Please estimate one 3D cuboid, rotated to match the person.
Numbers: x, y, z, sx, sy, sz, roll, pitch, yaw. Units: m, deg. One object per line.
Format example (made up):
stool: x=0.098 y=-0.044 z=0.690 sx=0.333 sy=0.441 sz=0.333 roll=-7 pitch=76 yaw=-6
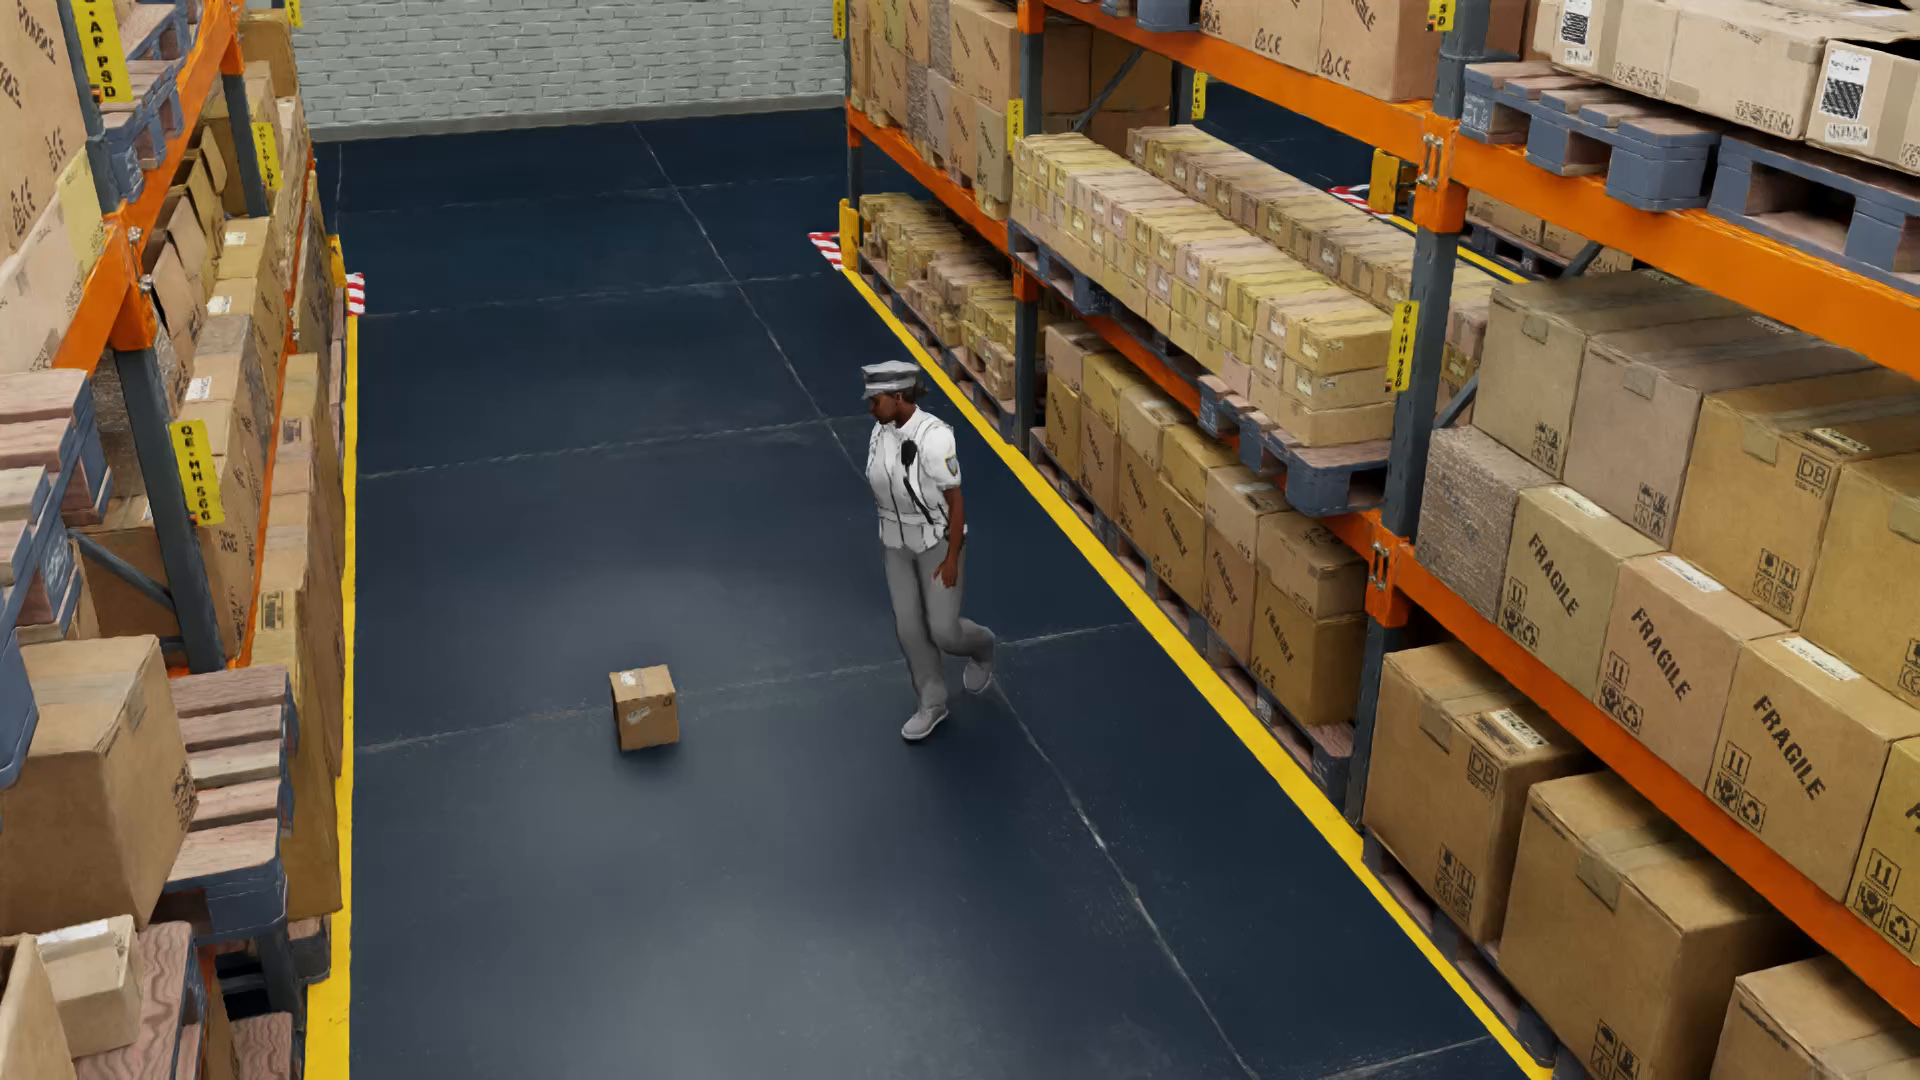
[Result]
person: x=-0.156 y=0.017 z=7.098 sx=0.521 sy=1.636 sz=0.553 roll=18 pitch=32 yaw=32
